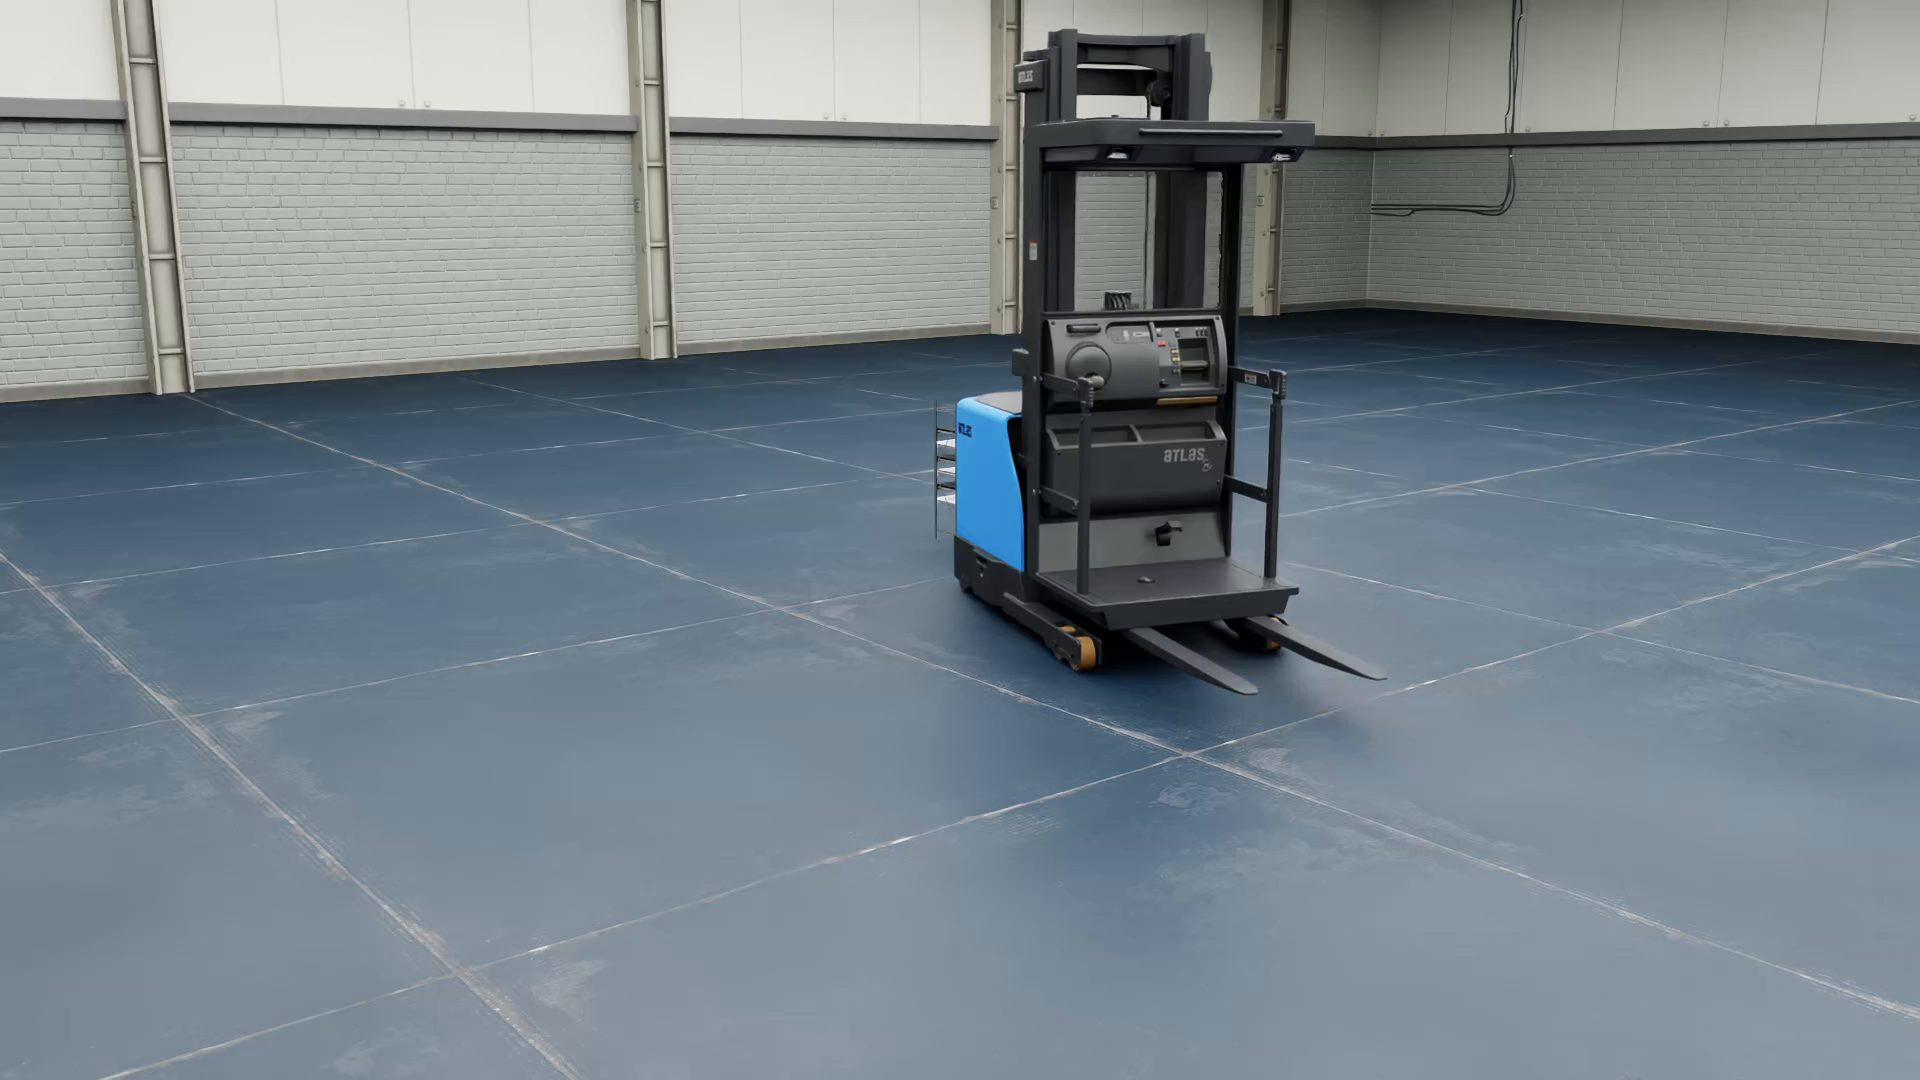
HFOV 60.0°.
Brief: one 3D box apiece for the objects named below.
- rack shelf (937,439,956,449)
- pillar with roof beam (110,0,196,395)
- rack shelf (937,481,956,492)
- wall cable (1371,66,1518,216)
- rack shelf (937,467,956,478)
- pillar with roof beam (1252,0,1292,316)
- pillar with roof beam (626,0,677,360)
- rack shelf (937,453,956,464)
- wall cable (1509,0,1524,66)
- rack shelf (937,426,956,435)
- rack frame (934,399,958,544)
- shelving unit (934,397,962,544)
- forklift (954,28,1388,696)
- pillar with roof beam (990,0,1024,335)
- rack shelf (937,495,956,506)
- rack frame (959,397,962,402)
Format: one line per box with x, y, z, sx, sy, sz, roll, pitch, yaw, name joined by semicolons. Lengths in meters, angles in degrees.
-0.006;-0.583;10.500;0.200;0.077;0.258;-9;15;-38;rack shelf
-5.977;-5.333;14.080;0.400;9.000;9.100;-9;15;-38;pillar with roof beam
-0.006;-0.318;10.556;0.200;0.077;0.258;-9;15;-38;rack shelf
8.515;-7.016;29.480;0.112;2.526;3.097;-9;15;-38;wall cable
-0.006;-0.407;10.537;0.200;0.077;0.258;-9;15;-38;rack shelf
8.078;-7.669;25.079;0.400;9.000;9.100;-9;15;-38;pillar with roof beam
-1.292;-6.112;17.746;0.400;9.000;9.100;-9;15;-38;pillar with roof beam
-0.006;-0.495;10.519;0.200;0.077;0.258;-9;15;-38;rack shelf
10.205;-9.048;26.889;0.112;2.526;3.097;-9;15;-38;wall cable
-0.006;-0.671;10.481;0.200;0.077;0.258;-9;15;-38;rack shelf
-0.086;-0.426;10.468;0.006;0.900;0.240;-9;15;-38;rack frame
-0.006;-0.439;10.530;0.210;0.900;0.258;-9;15;-38;shelving unit
0.944;-0.918;7.896;1.130;2.935;3.031;-4;13;-19;forklift
3.393;-6.890;21.413;0.400;9.000;9.100;-9;15;-38;pillar with roof beam
-0.006;-0.230;10.575;0.200;0.077;0.258;-9;15;-38;rack shelf
0.073;-0.452;10.592;0.006;0.900;0.240;-9;15;-38;rack frame
